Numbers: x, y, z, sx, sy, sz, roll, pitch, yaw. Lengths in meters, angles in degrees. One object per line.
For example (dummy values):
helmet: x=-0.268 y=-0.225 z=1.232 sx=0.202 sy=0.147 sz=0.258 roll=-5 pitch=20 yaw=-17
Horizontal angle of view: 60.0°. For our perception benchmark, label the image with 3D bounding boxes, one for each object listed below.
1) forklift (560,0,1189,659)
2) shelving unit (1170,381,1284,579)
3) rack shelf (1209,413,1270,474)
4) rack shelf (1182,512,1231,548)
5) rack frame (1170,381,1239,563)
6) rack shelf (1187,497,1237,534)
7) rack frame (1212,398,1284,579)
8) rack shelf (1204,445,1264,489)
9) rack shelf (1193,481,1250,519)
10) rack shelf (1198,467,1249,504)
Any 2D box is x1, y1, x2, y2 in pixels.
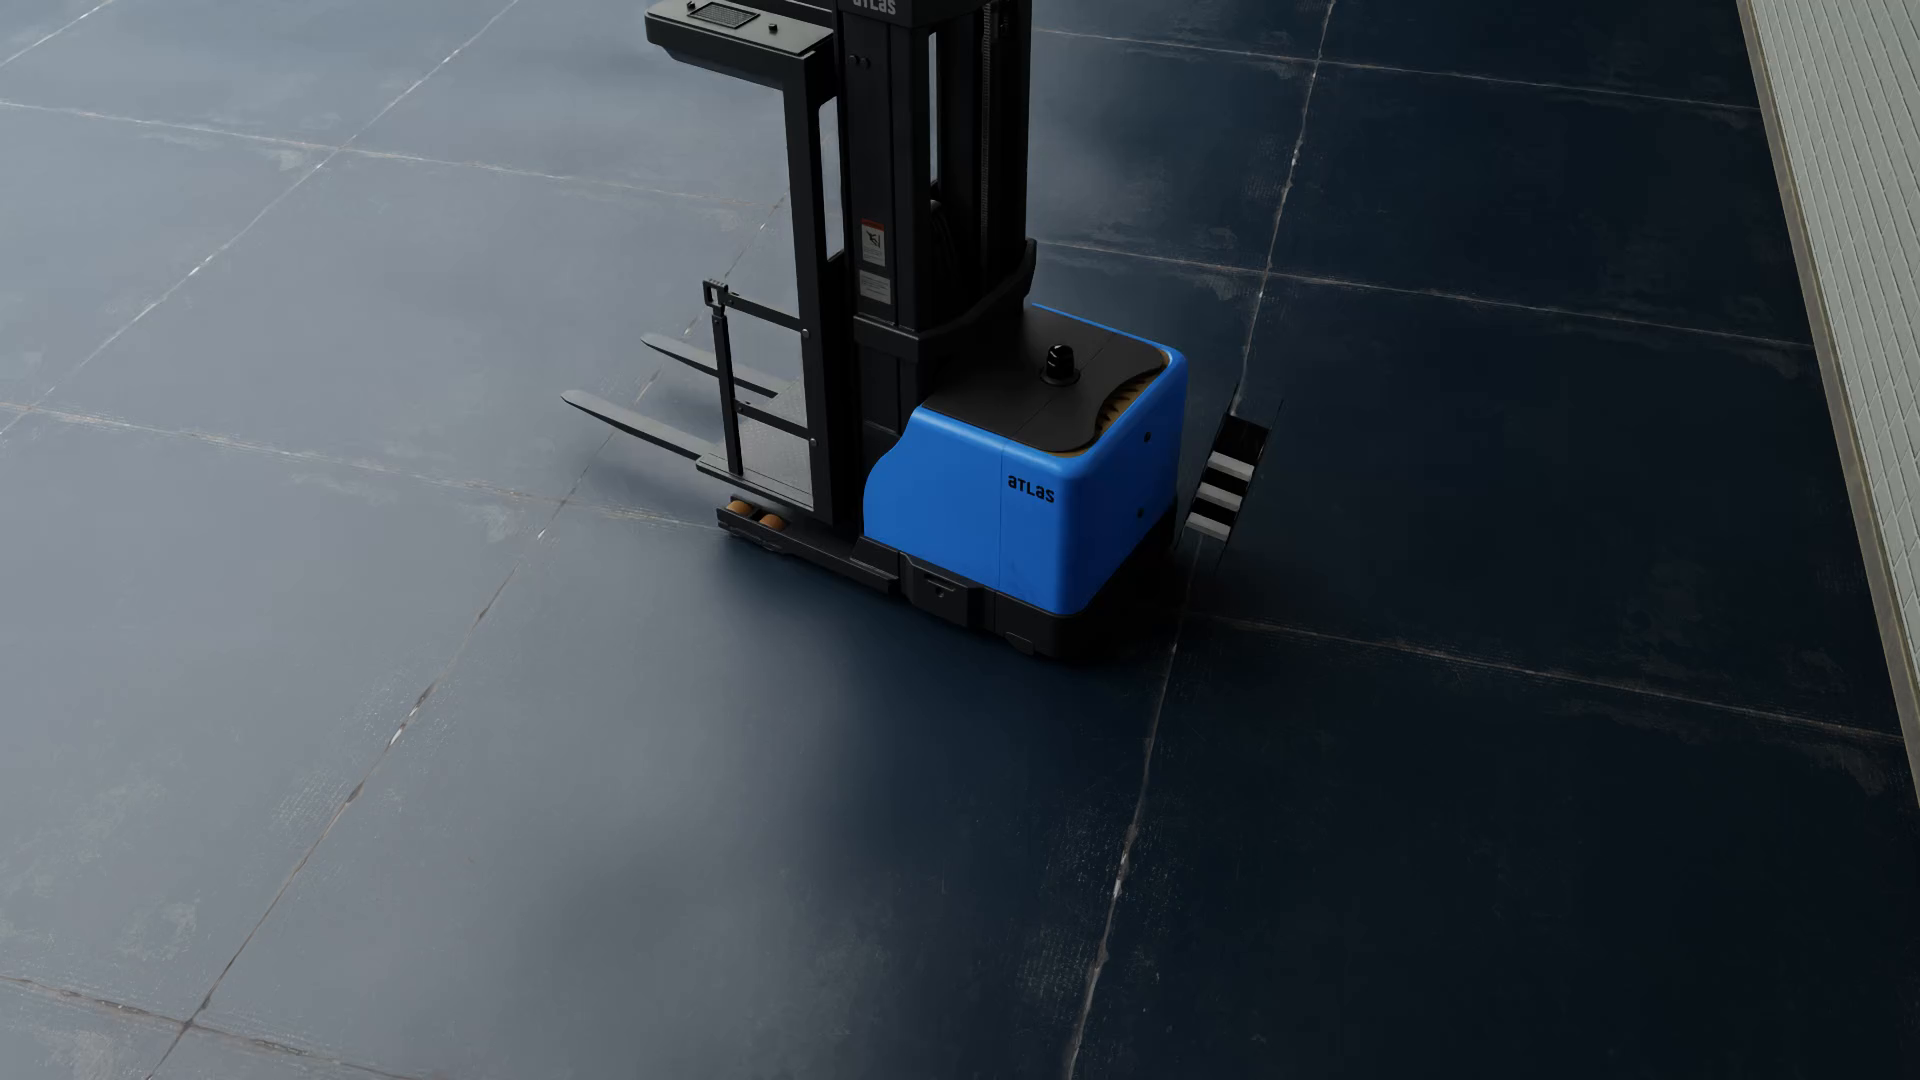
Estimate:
forklift: x=-0.534 y=-1.337 z=7.088 sx=3.031 sy=2.935 sz=1.130 roll=22 pitch=45 yaw=24
shelving unit: x=1.173 y=-0.252 z=7.356 sx=0.210 sy=0.900 sz=0.258 roll=22 pitch=44 yaw=9
rack shelf: x=1.213 y=-0.420 z=7.195 sx=0.200 sy=0.077 sz=0.258 roll=22 pitch=44 yaw=9
rack shelf: x=1.138 y=-0.100 z=7.502 sx=0.200 sy=0.077 sz=0.258 roll=22 pitch=44 yaw=9
rack frame: x=1.080 y=-0.289 z=7.372 sx=0.006 sy=0.900 sz=0.240 roll=22 pitch=44 yaw=9
rack shelf: x=1.153 y=-0.164 z=7.440 sx=0.200 sy=0.077 sz=0.258 roll=22 pitch=44 yaw=9
rack frame: x=1.267 y=-0.215 z=7.340 sx=0.006 sy=0.900 sz=0.240 roll=22 pitch=44 yaw=9
rack shelf: x=1.198 y=-0.356 z=7.256 sx=0.200 sy=0.077 sz=0.258 roll=22 pitch=44 yaw=9
rack shelf: x=1.168 y=-0.228 z=7.379 sx=0.200 sy=0.077 sz=0.258 roll=22 pitch=44 yaw=9
rack shelf: x=1.183 y=-0.292 z=7.317 sx=0.200 sy=0.077 sz=0.258 roll=22 pitch=44 yaw=9
